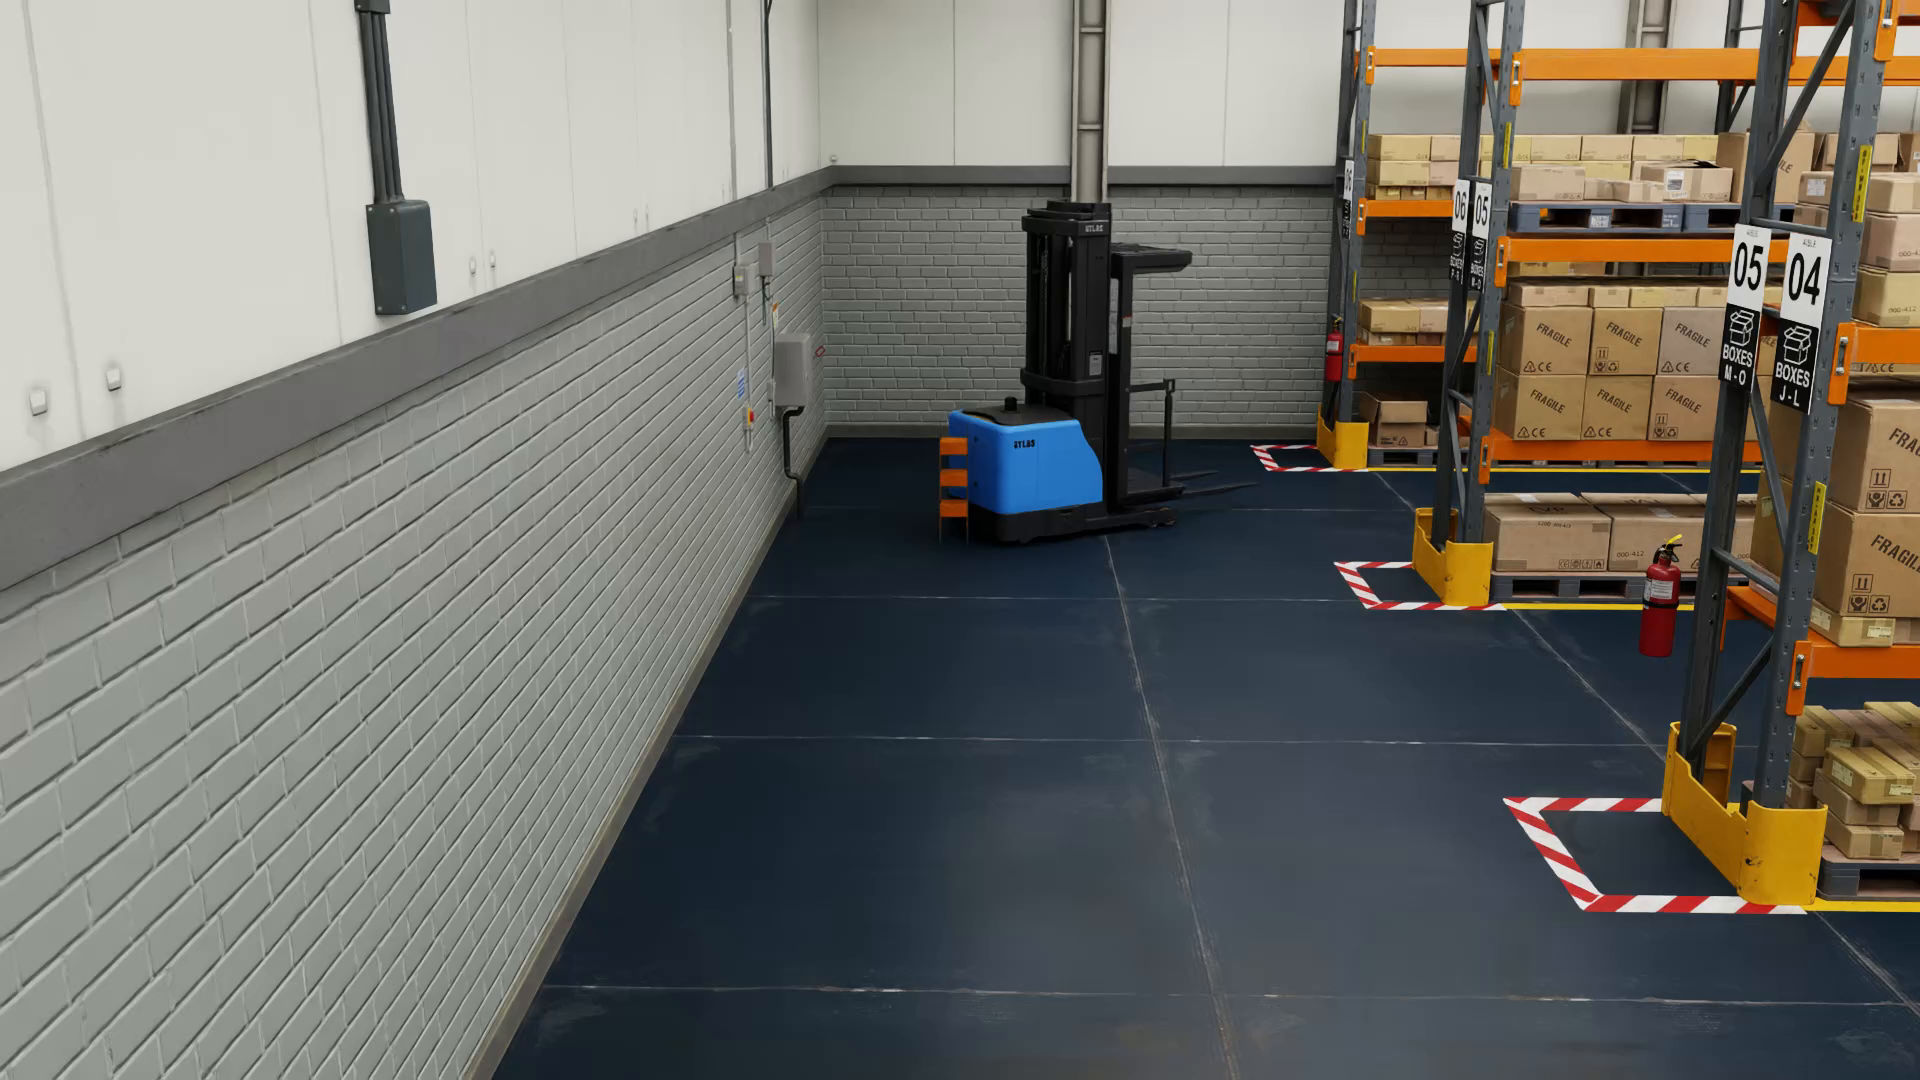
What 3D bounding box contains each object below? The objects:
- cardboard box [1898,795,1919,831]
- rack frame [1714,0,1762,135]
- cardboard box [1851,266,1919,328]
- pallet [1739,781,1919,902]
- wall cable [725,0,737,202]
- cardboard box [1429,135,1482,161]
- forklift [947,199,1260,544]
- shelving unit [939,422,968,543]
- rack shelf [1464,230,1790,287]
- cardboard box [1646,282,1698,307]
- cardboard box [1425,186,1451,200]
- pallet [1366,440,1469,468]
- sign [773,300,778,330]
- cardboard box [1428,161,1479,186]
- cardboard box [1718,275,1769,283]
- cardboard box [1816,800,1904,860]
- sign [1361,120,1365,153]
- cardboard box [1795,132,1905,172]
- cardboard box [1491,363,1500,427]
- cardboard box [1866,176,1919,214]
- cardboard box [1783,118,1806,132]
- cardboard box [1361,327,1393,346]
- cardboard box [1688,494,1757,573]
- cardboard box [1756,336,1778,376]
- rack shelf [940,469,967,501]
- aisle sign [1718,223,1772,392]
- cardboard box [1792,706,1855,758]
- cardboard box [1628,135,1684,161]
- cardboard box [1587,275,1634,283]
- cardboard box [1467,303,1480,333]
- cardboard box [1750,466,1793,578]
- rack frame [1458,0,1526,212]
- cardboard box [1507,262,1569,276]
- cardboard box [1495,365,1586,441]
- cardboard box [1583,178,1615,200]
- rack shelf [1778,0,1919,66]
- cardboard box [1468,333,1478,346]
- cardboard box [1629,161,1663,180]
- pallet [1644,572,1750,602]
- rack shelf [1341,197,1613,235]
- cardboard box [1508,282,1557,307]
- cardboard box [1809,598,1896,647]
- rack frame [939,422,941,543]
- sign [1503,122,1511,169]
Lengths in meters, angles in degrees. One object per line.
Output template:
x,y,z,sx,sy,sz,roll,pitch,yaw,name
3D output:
4.740,1.295,8.232,0.250,0.149,0.380,0,15,1,cardboard box
8.097,-5.225,17.003,0.127,3.000,1.000,0,15,1,rack frame
4.392,-1.131,7.660,0.500,0.250,0.500,1,15,3,cardboard box
4.837,1.542,8.582,1.213,0.211,1.003,0,15,1,pallet
-1.718,-3.950,12.172,0.029,3.000,0.463,0,15,1,wall cable
5.044,-4.038,17.118,0.500,0.250,0.500,0,15,1,cardboard box
1.419,-1.635,15.291,3.031,2.935,1.130,-8,17,-29,forklift
-0.053,-0.508,14.707,0.252,1.050,0.215,0,15,1,shelving unit
5.975,-2.174,12.729,4.000,0.370,1.077,0,15,1,rack shelf
5.371,-1.857,12.570,0.250,0.149,0.380,1,15,2,cardboard box
4.930,-3.617,17.280,0.250,0.149,0.380,0,15,2,cardboard box
4.971,-0.996,18.202,1.213,0.211,1.003,0,15,1,pallet
-1.671,-2.036,15.059,0.001,0.242,0.339,0,15,1,sign
5.044,-3.801,17.198,0.500,0.250,0.500,1,15,2,cardboard box
6.143,-1.987,13.062,0.250,0.149,0.380,0,15,2,cardboard box
4.466,1.439,8.270,0.250,0.149,0.380,1,15,3,cardboard box
4.085,-4.085,16.849,0.005,0.325,0.100,0,15,1,sign
6.625,-2.810,12.511,0.637,0.503,0.797,2,15,6,cardboard box
4.464,-1.197,13.300,0.500,0.500,0.500,0,15,2,cardboard box
4.268,-1.573,7.576,0.250,0.149,0.380,0,15,1,cardboard box
8.389,-4.157,16.916,0.258,0.266,0.396,0,15,1,cardboard box
4.420,-2.156,17.626,0.250,0.149,0.380,0,15,1,cardboard box
6.454,-0.059,13.385,0.875,0.438,0.875,0,15,0,cardboard box
5.978,-1.534,12.619,0.500,0.500,0.500,0,15,2,cardboard box
-0.053,-0.498,14.710,0.240,0.259,0.215,0,15,1,rack shelf
3.885,-1.155,8.242,0.004,0.787,0.394,0,15,1,aisle sign
4.486,1.005,8.748,0.250,0.149,0.380,1,15,2,cardboard box
7.079,-4.030,17.087,0.500,0.250,0.500,0,15,1,cardboard box
5.105,-1.990,13.077,0.250,0.149,0.380,1,15,3,cardboard box
5.556,-2.344,17.555,0.500,0.250,0.500,0,15,0,cardboard box
4.406,-0.076,8.469,0.500,0.500,0.500,1,15,3,cardboard box
3.975,-3.985,12.304,0.127,3.000,1.000,0,15,1,rack frame
6.045,-2.703,17.444,0.500,0.500,0.500,1,15,3,cardboard box
4.448,-1.056,12.767,0.500,0.500,0.500,0,15,1,cardboard box
4.849,-2.702,12.795,0.250,0.149,0.380,-1,15,-3,cardboard box
5.949,-2.359,7.560,4.000,0.370,1.077,0,15,1,rack shelf
5.456,-2.156,17.625,0.250,0.149,0.380,1,15,2,cardboard box
7.089,-3.786,17.140,0.500,0.250,0.500,0,15,0,cardboard box
5.993,0.258,13.448,1.213,0.211,1.003,0,15,1,pallet
6.098,-3.440,17.527,4.000,0.370,1.077,0,15,1,rack shelf
4.323,-1.857,12.570,0.250,0.149,0.380,1,15,3,cardboard box
4.265,0.386,7.989,0.250,0.149,0.380,0,15,1,cardboard box
-0.175,-0.509,14.710,0.008,1.050,0.200,0,15,1,rack frame
3.955,-2.854,12.029,0.005,0.325,0.100,0,15,1,sign
